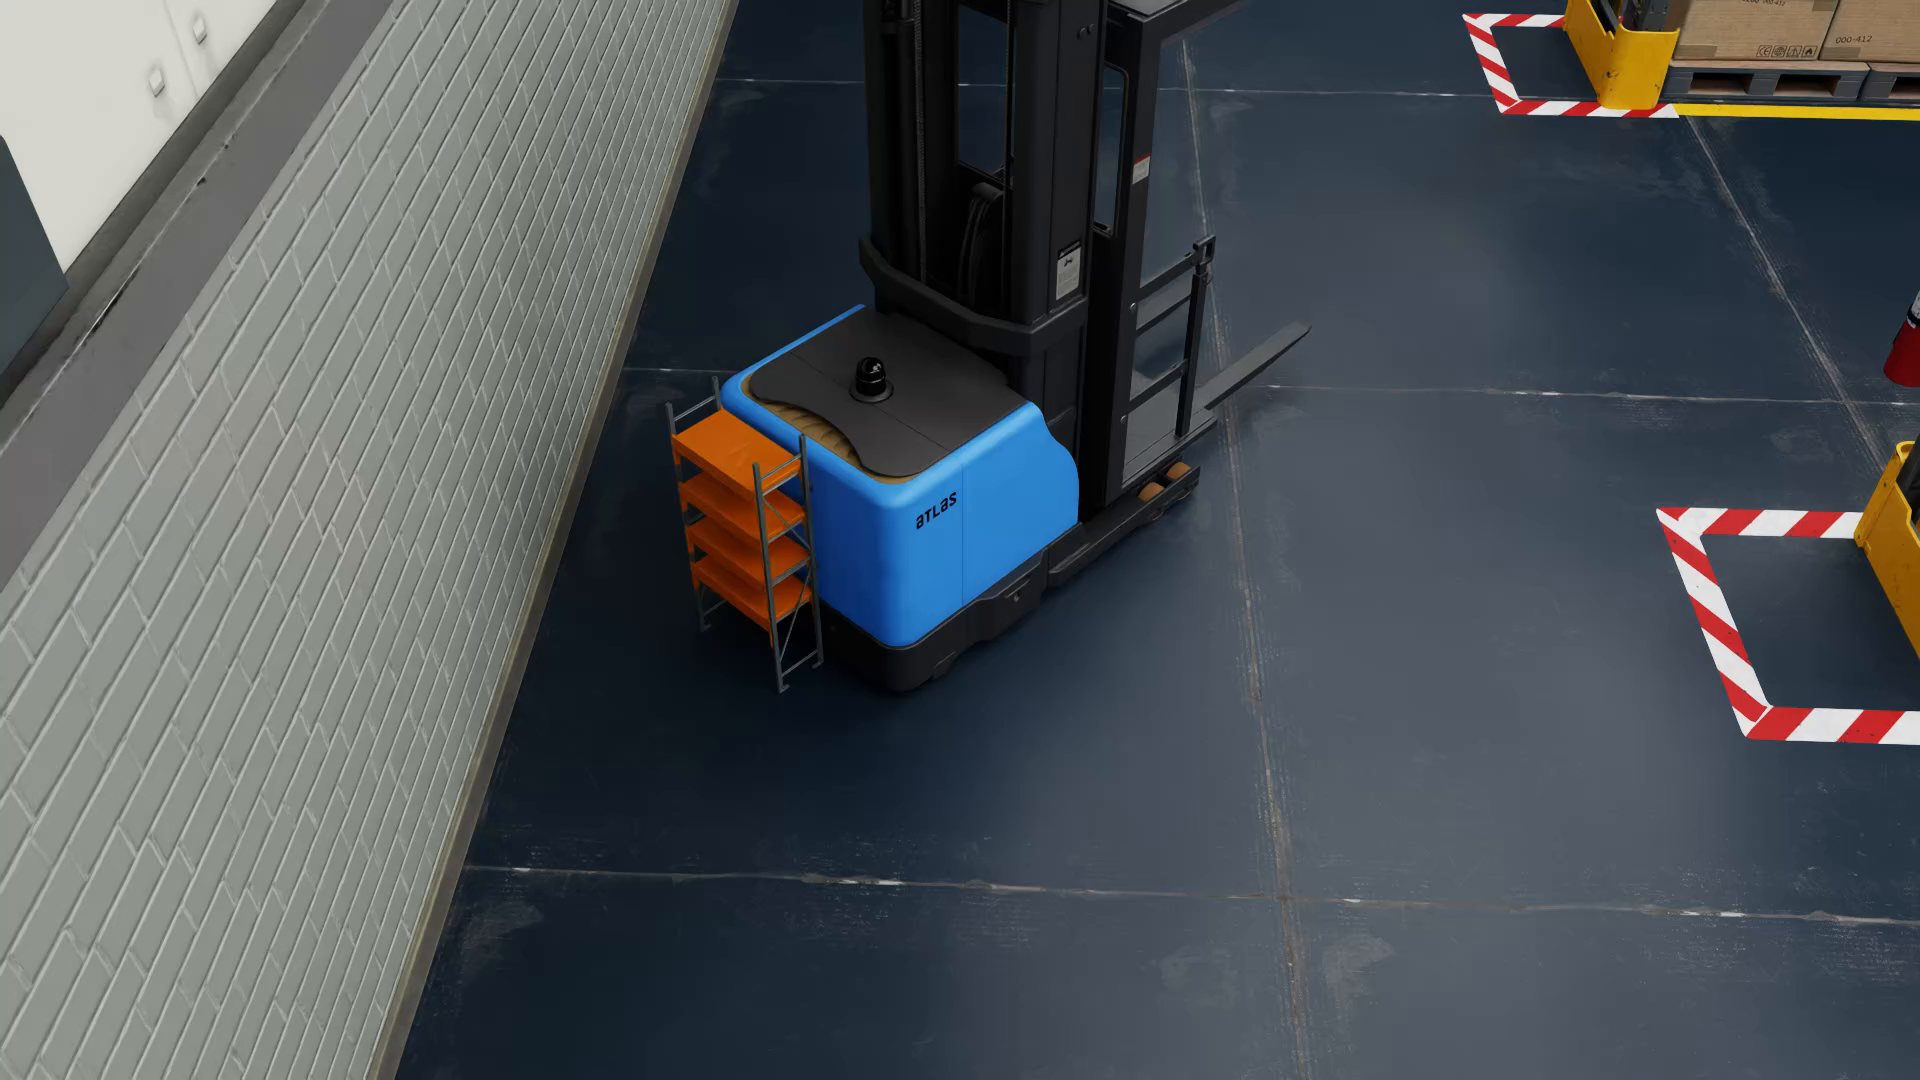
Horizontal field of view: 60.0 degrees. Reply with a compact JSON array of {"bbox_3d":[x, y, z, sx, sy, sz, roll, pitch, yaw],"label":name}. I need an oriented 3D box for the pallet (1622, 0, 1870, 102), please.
[{"bbox_3d":[4.945,-3.132,10.543,1.213,0.211,1.003,2,43,2],"label":"pallet"}]

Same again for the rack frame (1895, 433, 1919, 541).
[{"bbox_3d":[4.021,-0.750,5.940,0.127,3.000,1.000,2,43,2],"label":"rack frame"}]

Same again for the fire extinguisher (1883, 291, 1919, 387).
[{"bbox_3d":[3.790,-0.907,6.439,0.183,0.674,0.296,2,43,2],"label":"fire extinguisher"}]

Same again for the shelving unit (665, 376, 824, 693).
[{"bbox_3d":[-0.821,0.000,6.455,0.503,1.200,0.258,33,52,30],"label":"shelving unit"}]

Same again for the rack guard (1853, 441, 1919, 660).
[{"bbox_3d":[4.097,0.167,6.789,0.348,0.500,1.175,2,43,2],"label":"rack guard"}]

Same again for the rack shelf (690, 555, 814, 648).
[{"bbox_3d":[-0.821,0.195,6.636,0.480,0.148,0.258,33,52,30],"label":"rack shelf"}]

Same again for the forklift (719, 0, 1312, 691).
[{"bbox_3d":[0.437,-1.381,6.668,1.130,2.935,3.031,33,52,30],"label":"forklift"}]

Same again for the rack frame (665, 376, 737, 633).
[{"bbox_3d":[-0.996,-0.115,6.579,0.015,1.200,0.240,33,52,30],"label":"rack frame"}]

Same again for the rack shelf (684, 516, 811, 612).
[{"bbox_3d":[-0.821,0.049,6.501,0.480,0.148,0.258,33,52,30],"label":"rack shelf"}]

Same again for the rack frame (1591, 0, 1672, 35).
[{"bbox_3d":[4.143,-4.124,9.561,0.127,3.000,1.000,2,43,2],"label":"rack frame"}]

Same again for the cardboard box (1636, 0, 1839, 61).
[{"bbox_3d":[4.807,-3.388,10.343,0.875,0.438,0.875,0,43,0],"label":"cardboard box"}]

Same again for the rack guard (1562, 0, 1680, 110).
[{"bbox_3d":[4.119,-3.210,10.414,0.348,0.500,1.175,2,43,2],"label":"rack guard"}]

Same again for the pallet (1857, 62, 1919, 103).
[{"bbox_3d":[6.161,-3.093,10.500,1.213,0.211,1.003,2,43,2],"label":"pallet"}]

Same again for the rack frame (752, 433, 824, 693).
[{"bbox_3d":[-0.645,0.116,6.331,0.015,1.200,0.240,33,52,30],"label":"rack frame"}]

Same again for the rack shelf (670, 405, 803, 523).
[{"bbox_3d":[-0.821,-0.287,6.187,0.480,0.148,0.258,33,52,30],"label":"rack shelf"}]

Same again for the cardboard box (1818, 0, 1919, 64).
[{"bbox_3d":[5.721,-3.365,10.319,0.875,0.438,0.875,3,43,3],"label":"cardboard box"}]

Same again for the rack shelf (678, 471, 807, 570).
[{"bbox_3d":[-0.821,-0.114,6.348,0.480,0.148,0.258,33,52,30],"label":"rack shelf"}]
